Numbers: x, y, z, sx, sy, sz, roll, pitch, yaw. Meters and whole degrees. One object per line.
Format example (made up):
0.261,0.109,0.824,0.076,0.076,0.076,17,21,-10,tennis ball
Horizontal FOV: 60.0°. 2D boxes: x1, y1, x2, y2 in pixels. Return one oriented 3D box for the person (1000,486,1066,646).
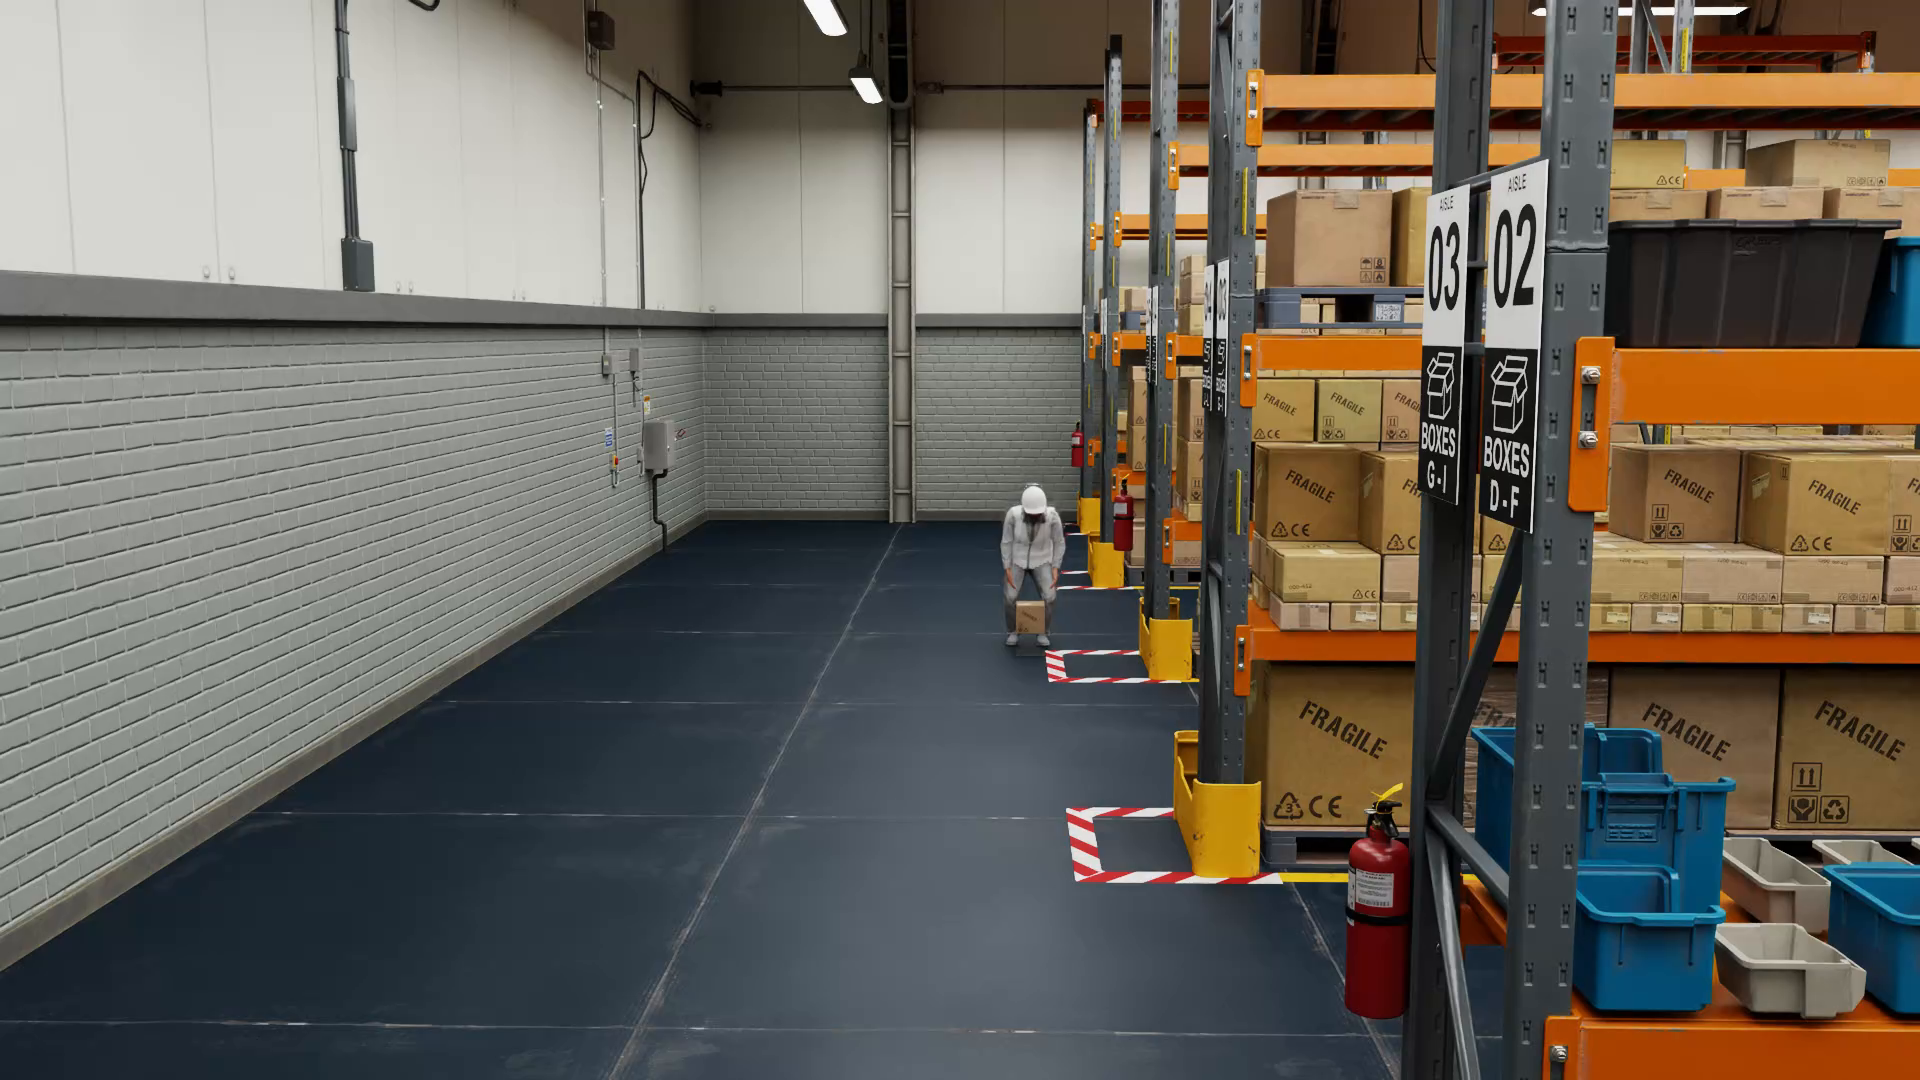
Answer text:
0.659,0.226,15.071,0.591,1.479,0.733,0,7,1,person
